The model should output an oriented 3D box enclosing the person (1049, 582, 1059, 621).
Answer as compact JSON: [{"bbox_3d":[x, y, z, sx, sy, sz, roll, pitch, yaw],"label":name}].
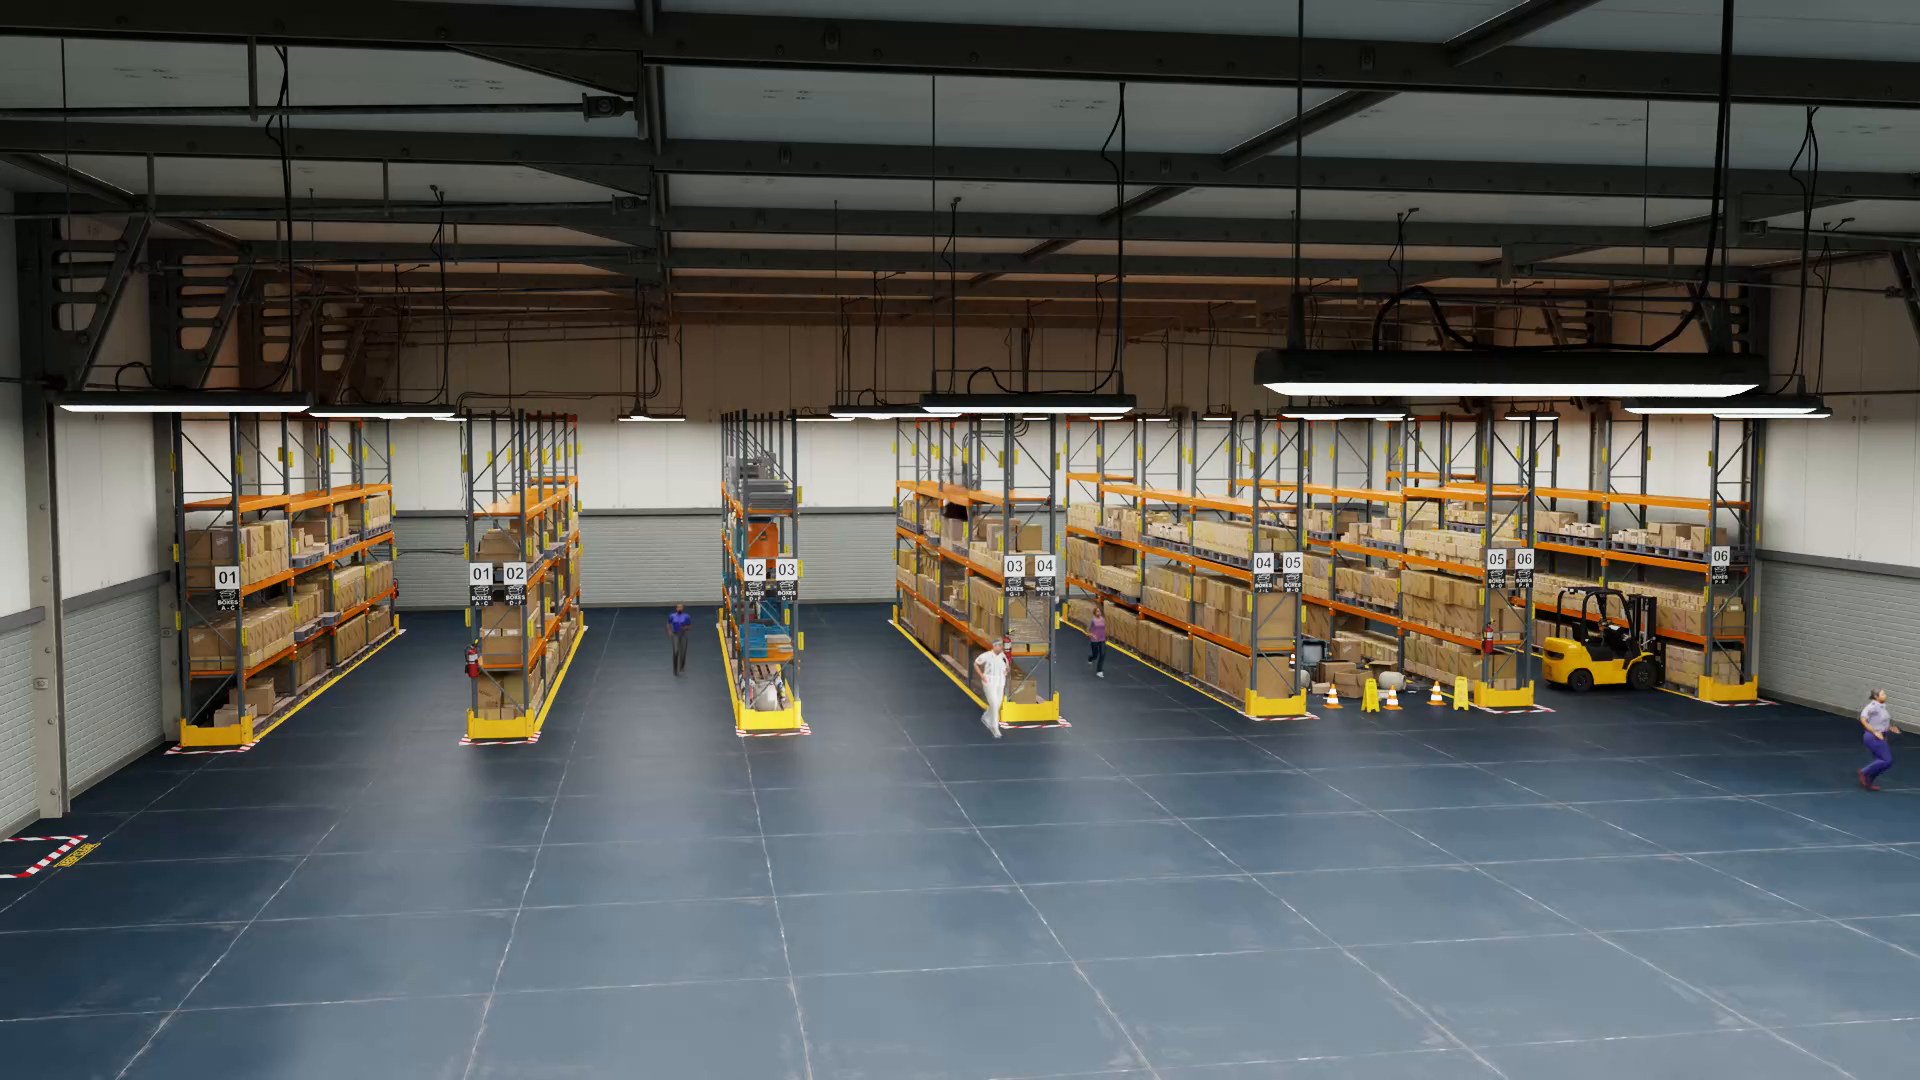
[{"bbox_3d":[2.369,1.697,45.236,0.732,1.737,0.622,-1,4,-9],"label":"person"}]

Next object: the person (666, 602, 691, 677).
[{"bbox_3d":[-6.385,2.271,37.843,0.542,1.680,0.701,-1,4,-14],"label":"person"}]

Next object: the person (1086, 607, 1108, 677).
[{"bbox_3d":[3.118,2.304,37.874,0.547,1.584,0.759,-1,4,-18],"label":"person"}]

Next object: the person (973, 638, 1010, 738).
[{"bbox_3d":[0.661,2.698,30.800,0.670,1.789,0.969,-3,5,-38],"label":"person"}]

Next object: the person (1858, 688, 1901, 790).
[{"bbox_3d":[14.347,3.107,25.944,0.531,1.602,0.582,3,5,40],"label":"person"}]
